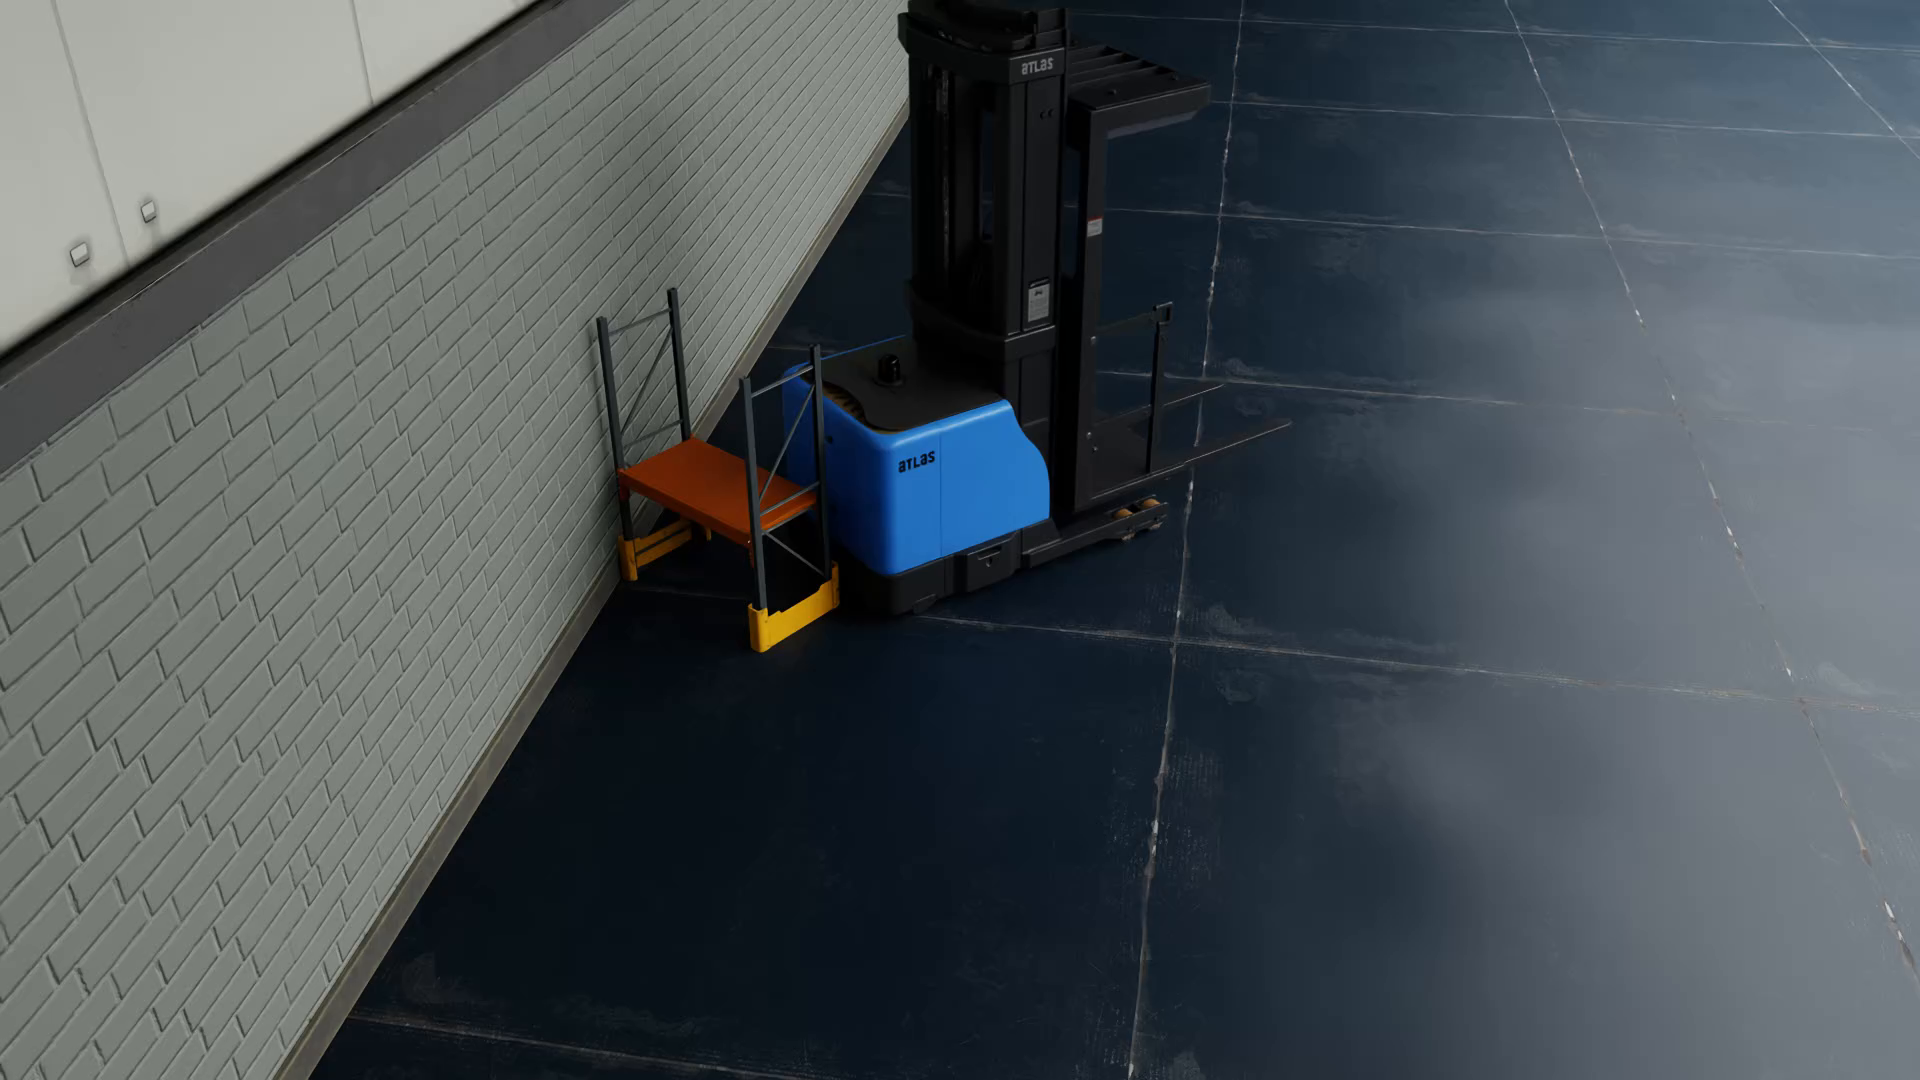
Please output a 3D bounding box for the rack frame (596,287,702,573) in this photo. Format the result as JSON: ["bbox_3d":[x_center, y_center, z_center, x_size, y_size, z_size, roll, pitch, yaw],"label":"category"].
[{"bbox_3d":[-1.614,-0.548,8.711,0.032,1.500,0.500,24,39,33],"label":"rack frame"}]

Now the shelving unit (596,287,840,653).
[{"bbox_3d":[-1.220,-0.370,8.427,1.083,1.500,0.587,24,39,33],"label":"shelving unit"}]

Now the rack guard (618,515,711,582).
[{"bbox_3d":[-1.599,-0.011,9.032,0.087,0.250,0.587,24,39,33],"label":"rack guard"}]

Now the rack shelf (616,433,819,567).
[{"bbox_3d":[-1.227,-0.220,8.528,1.000,0.185,0.538,24,39,33],"label":"rack shelf"}]

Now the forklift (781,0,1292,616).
[{"bbox_3d":[0.558,-1.455,8.812,3.031,2.935,1.130,-20,37,-29],"label":"forklift"}]

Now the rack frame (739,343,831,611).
[{"bbox_3d":[-0.839,-0.198,8.153,0.032,1.500,0.500,24,39,33],"label":"rack frame"}]

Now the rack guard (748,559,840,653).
[{"bbox_3d":[-0.840,0.331,8.485,0.087,0.250,0.587,24,39,33],"label":"rack guard"}]
